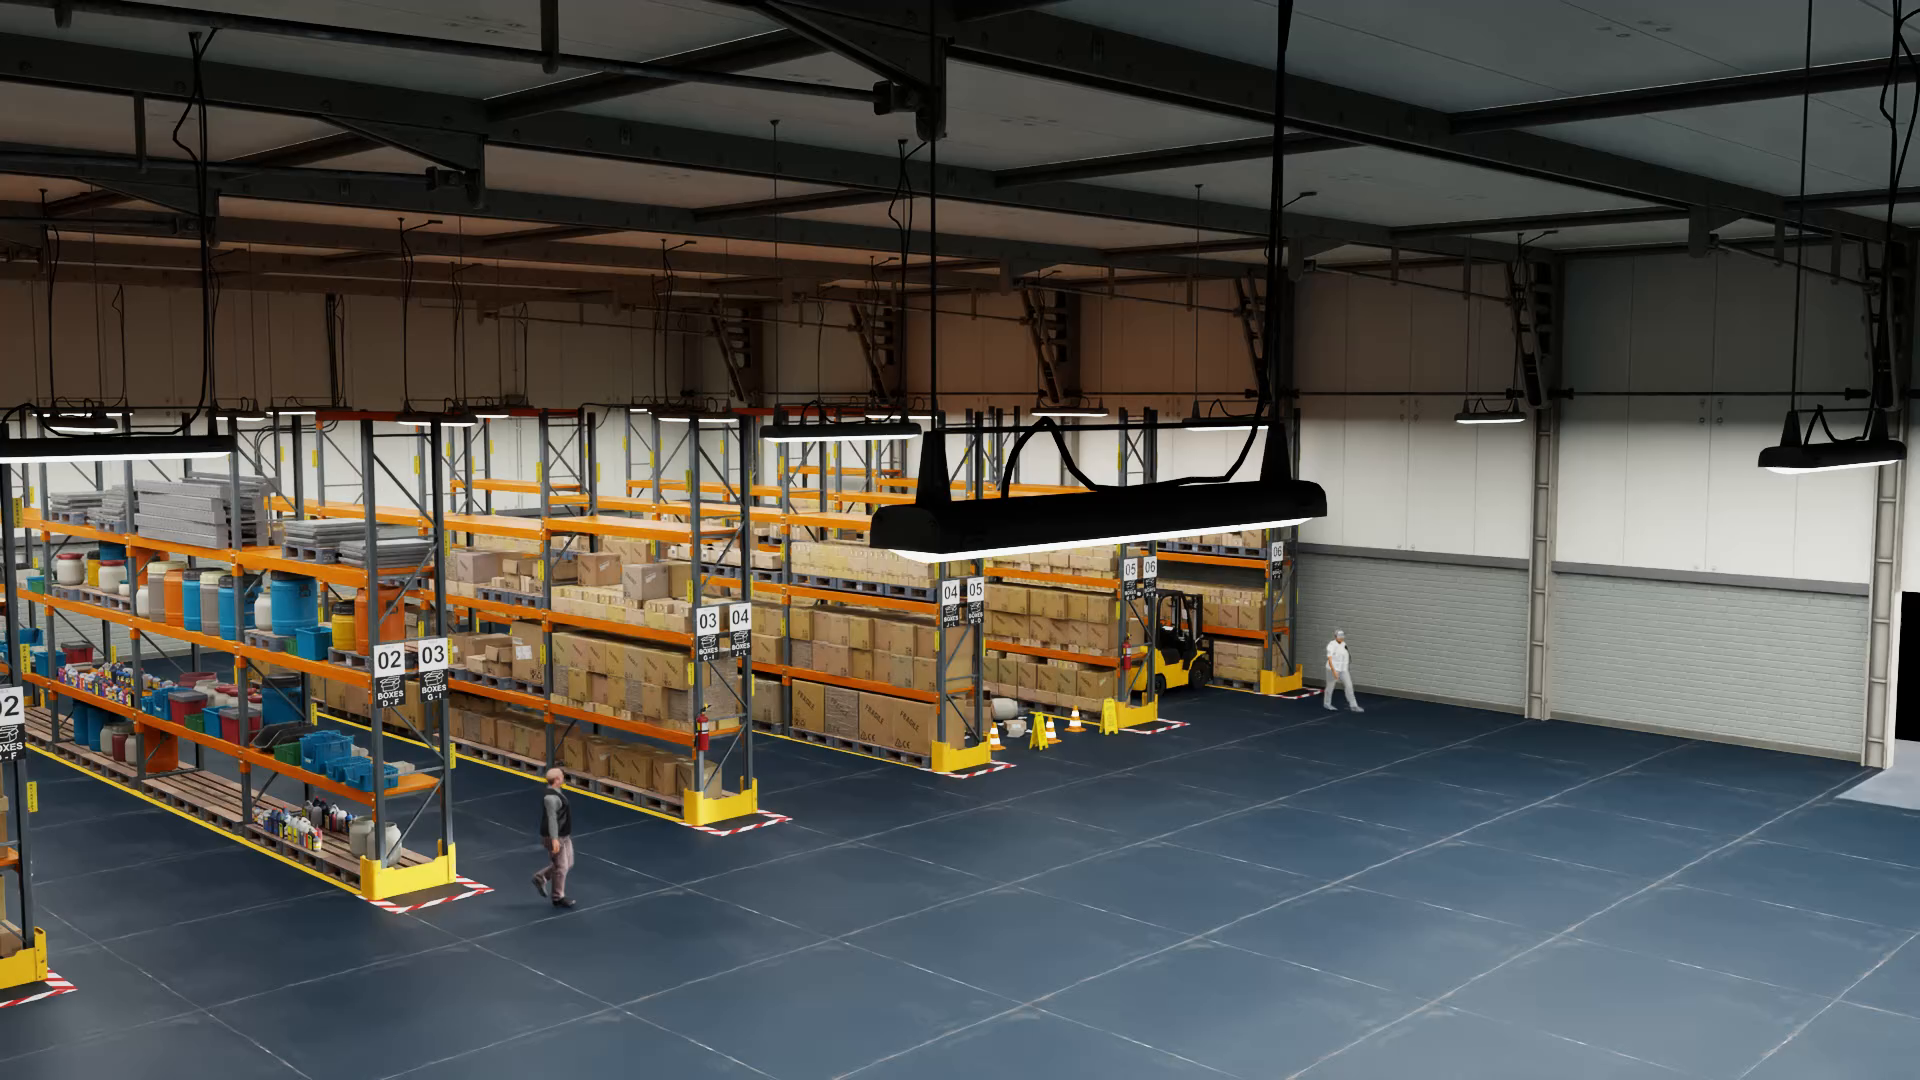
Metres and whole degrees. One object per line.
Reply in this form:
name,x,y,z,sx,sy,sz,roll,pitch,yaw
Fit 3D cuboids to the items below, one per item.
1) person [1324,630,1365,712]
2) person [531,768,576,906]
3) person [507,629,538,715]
person,7.553,2.587,32.901,0.552,1.620,0.927,-2,5,-19
person,-5.032,3.649,20.477,0.597,1.709,0.518,0,5,4
person,-8.656,2.576,32.474,0.546,1.714,1.022,-4,7,-40
